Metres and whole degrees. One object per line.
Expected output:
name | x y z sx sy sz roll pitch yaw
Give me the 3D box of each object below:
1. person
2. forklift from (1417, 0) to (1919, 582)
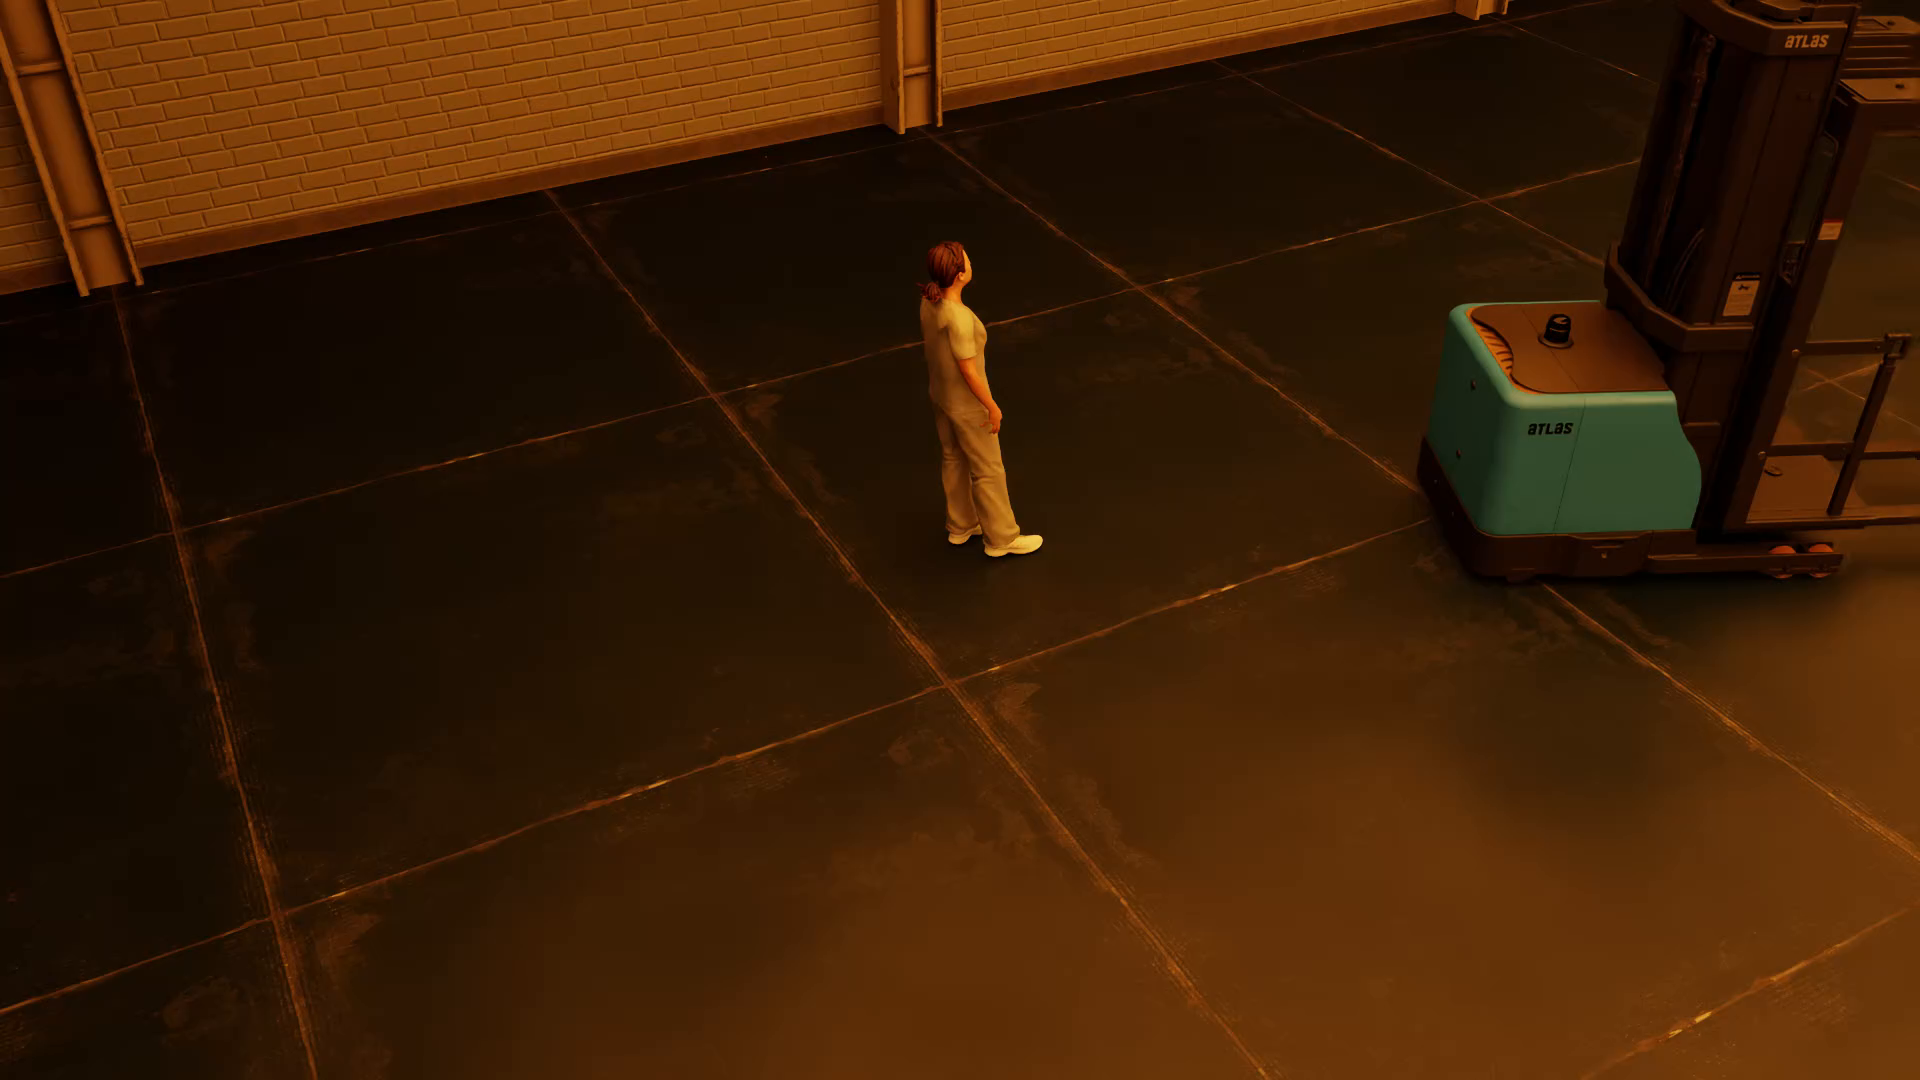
person | 0.072 -0.703 8.193 0.548 1.673 0.549 -17 39 -23
forklift | 4.024 -1.307 7.971 3.031 2.935 1.130 -2 35 -3
